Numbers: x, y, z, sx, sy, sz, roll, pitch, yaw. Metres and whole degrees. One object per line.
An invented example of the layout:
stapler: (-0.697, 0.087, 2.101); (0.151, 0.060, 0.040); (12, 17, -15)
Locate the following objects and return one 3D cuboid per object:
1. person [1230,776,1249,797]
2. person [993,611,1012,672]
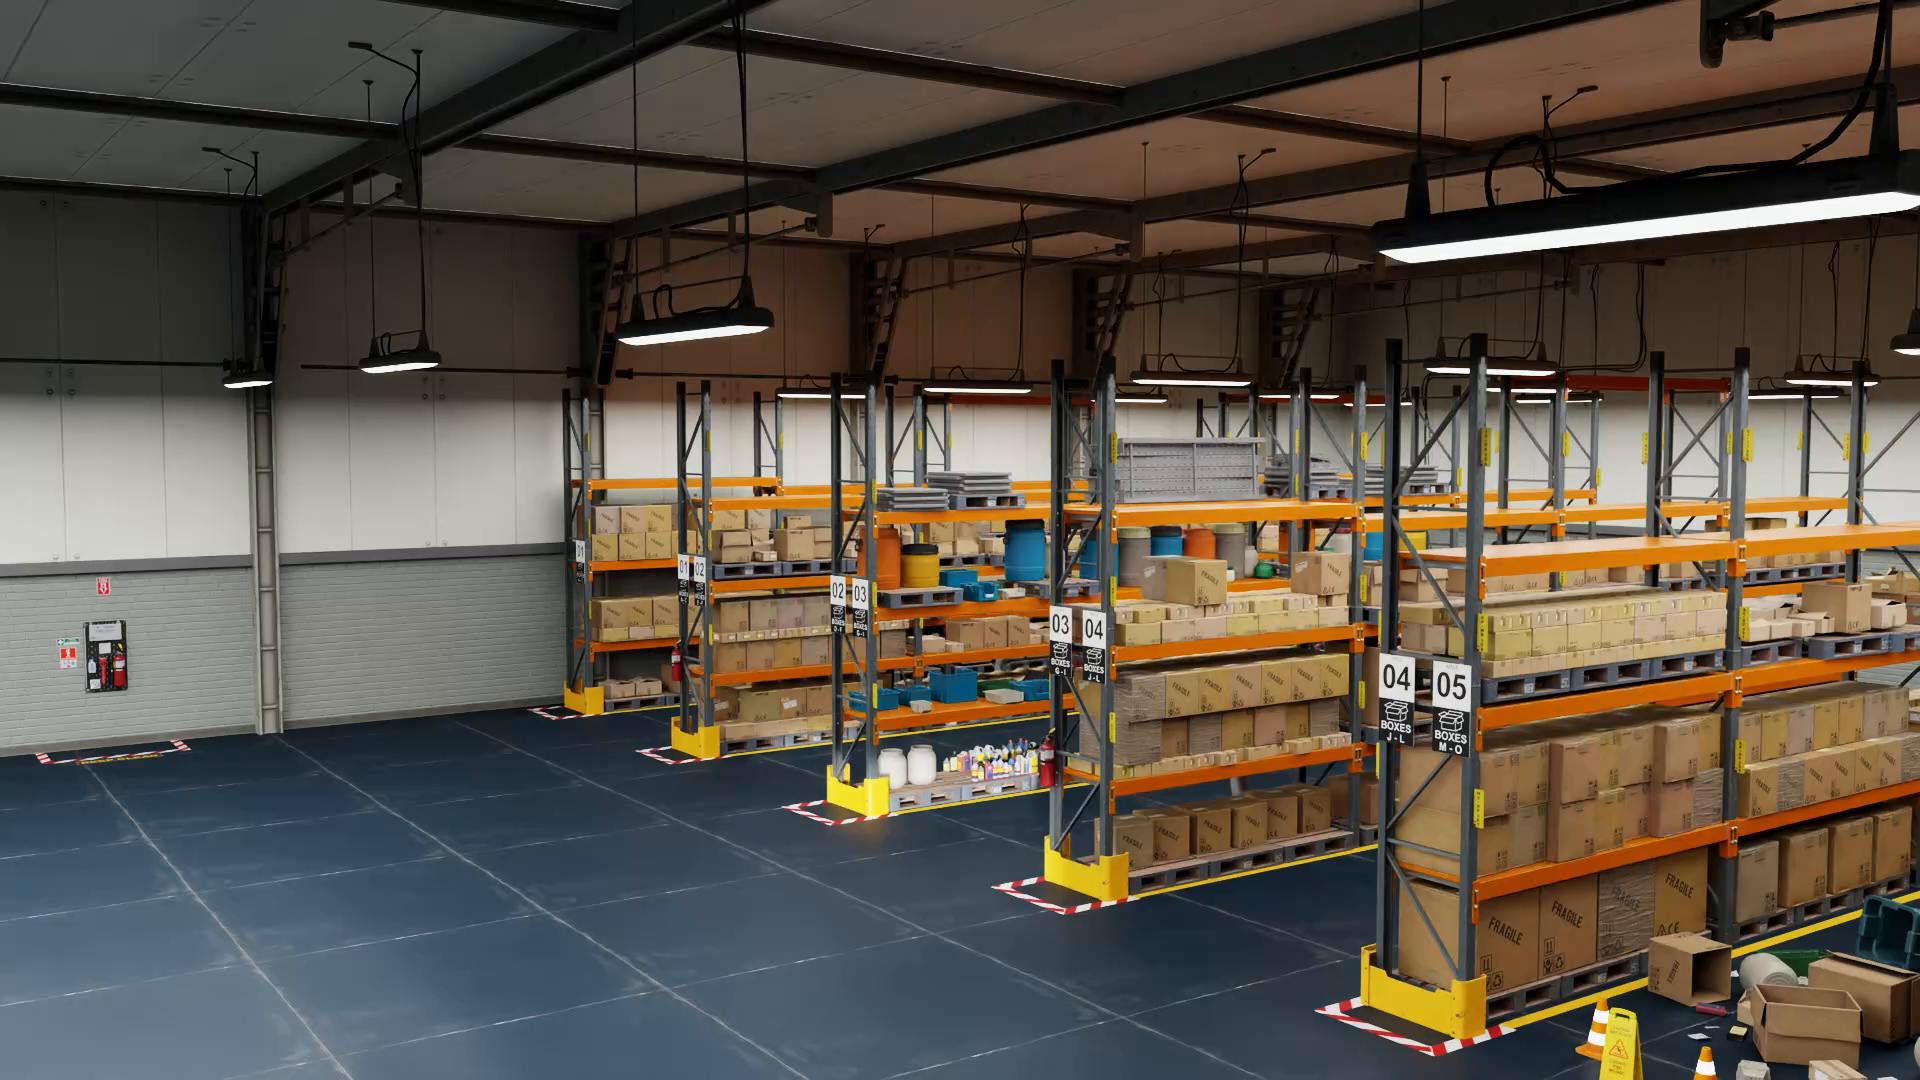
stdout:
person: (3.725, 2.893, 22.290); (0.394, 1.696, 0.483); (2, 4, 24)
person: (0.808, 2.130, 34.278); (0.958, 1.641, 0.472); (-3, 5, -42)
